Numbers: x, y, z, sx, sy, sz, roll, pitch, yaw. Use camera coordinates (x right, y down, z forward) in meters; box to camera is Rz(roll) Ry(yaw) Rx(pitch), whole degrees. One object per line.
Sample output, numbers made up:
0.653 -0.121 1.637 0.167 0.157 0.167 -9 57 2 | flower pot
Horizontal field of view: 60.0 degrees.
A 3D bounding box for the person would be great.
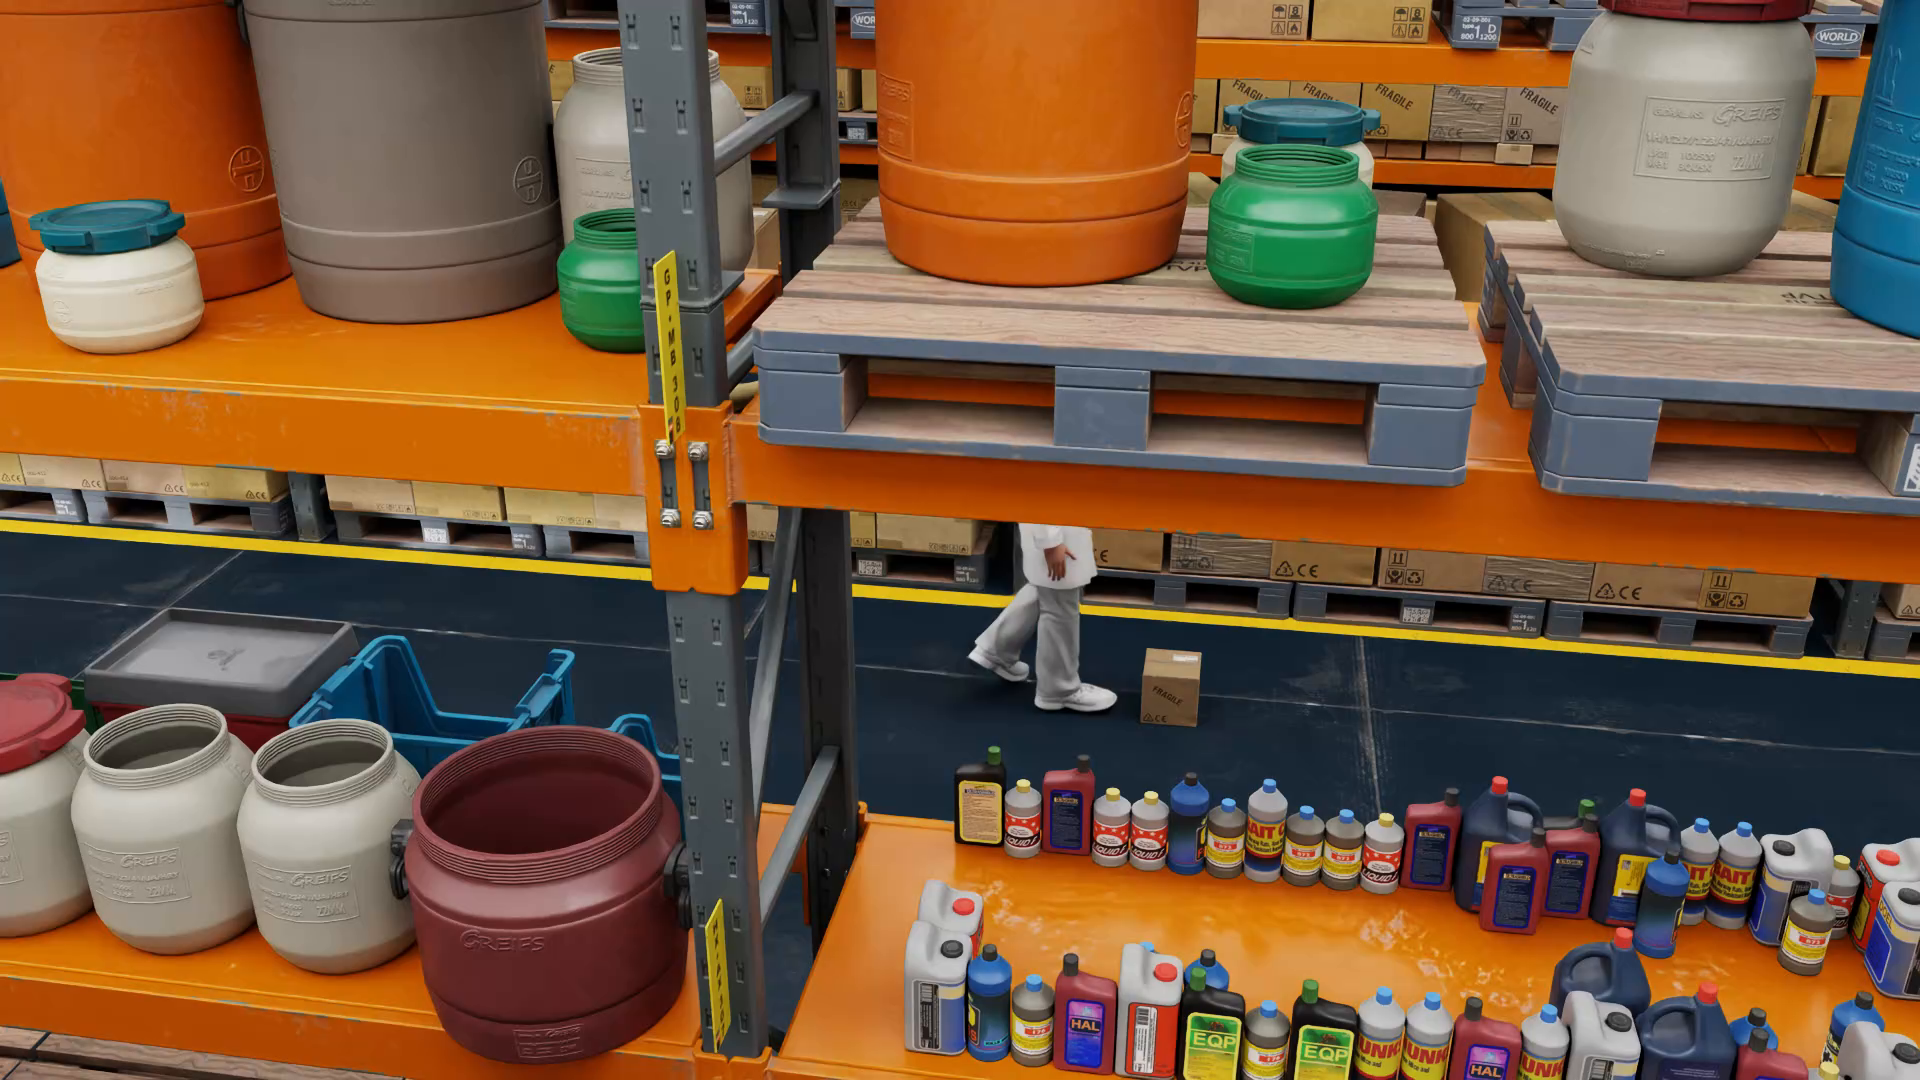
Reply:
0.374 -0.078 7.258 0.670 1.780 0.610 -1 25 -2 | person
